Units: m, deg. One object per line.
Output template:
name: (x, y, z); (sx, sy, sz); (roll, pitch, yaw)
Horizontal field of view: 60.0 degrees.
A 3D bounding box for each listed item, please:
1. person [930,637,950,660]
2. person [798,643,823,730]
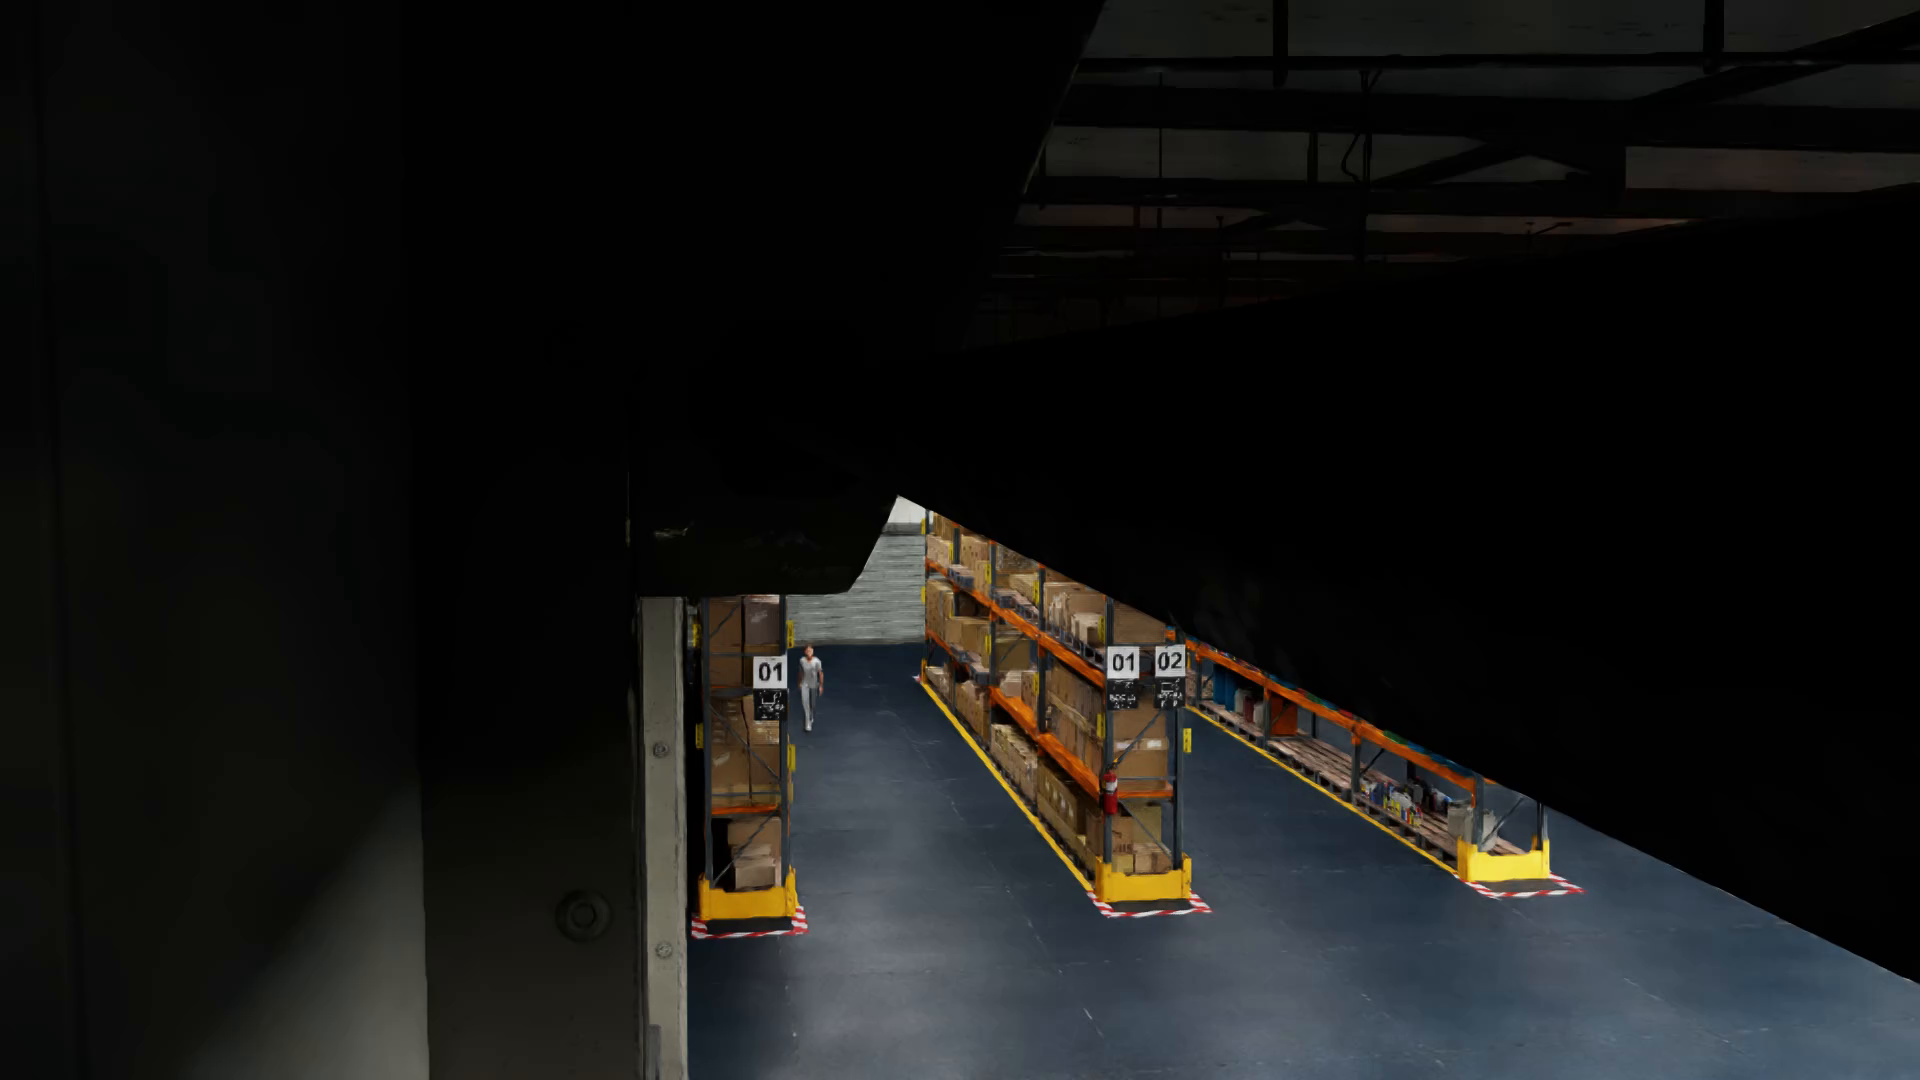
person: (-0.428, 2.105, 38.499); (0.584, 1.692, 0.930); (-4, 6, -36)
person: (-2.827, 2.755, 31.471); (0.453, 1.610, 1.019); (-1, 5, -11)
